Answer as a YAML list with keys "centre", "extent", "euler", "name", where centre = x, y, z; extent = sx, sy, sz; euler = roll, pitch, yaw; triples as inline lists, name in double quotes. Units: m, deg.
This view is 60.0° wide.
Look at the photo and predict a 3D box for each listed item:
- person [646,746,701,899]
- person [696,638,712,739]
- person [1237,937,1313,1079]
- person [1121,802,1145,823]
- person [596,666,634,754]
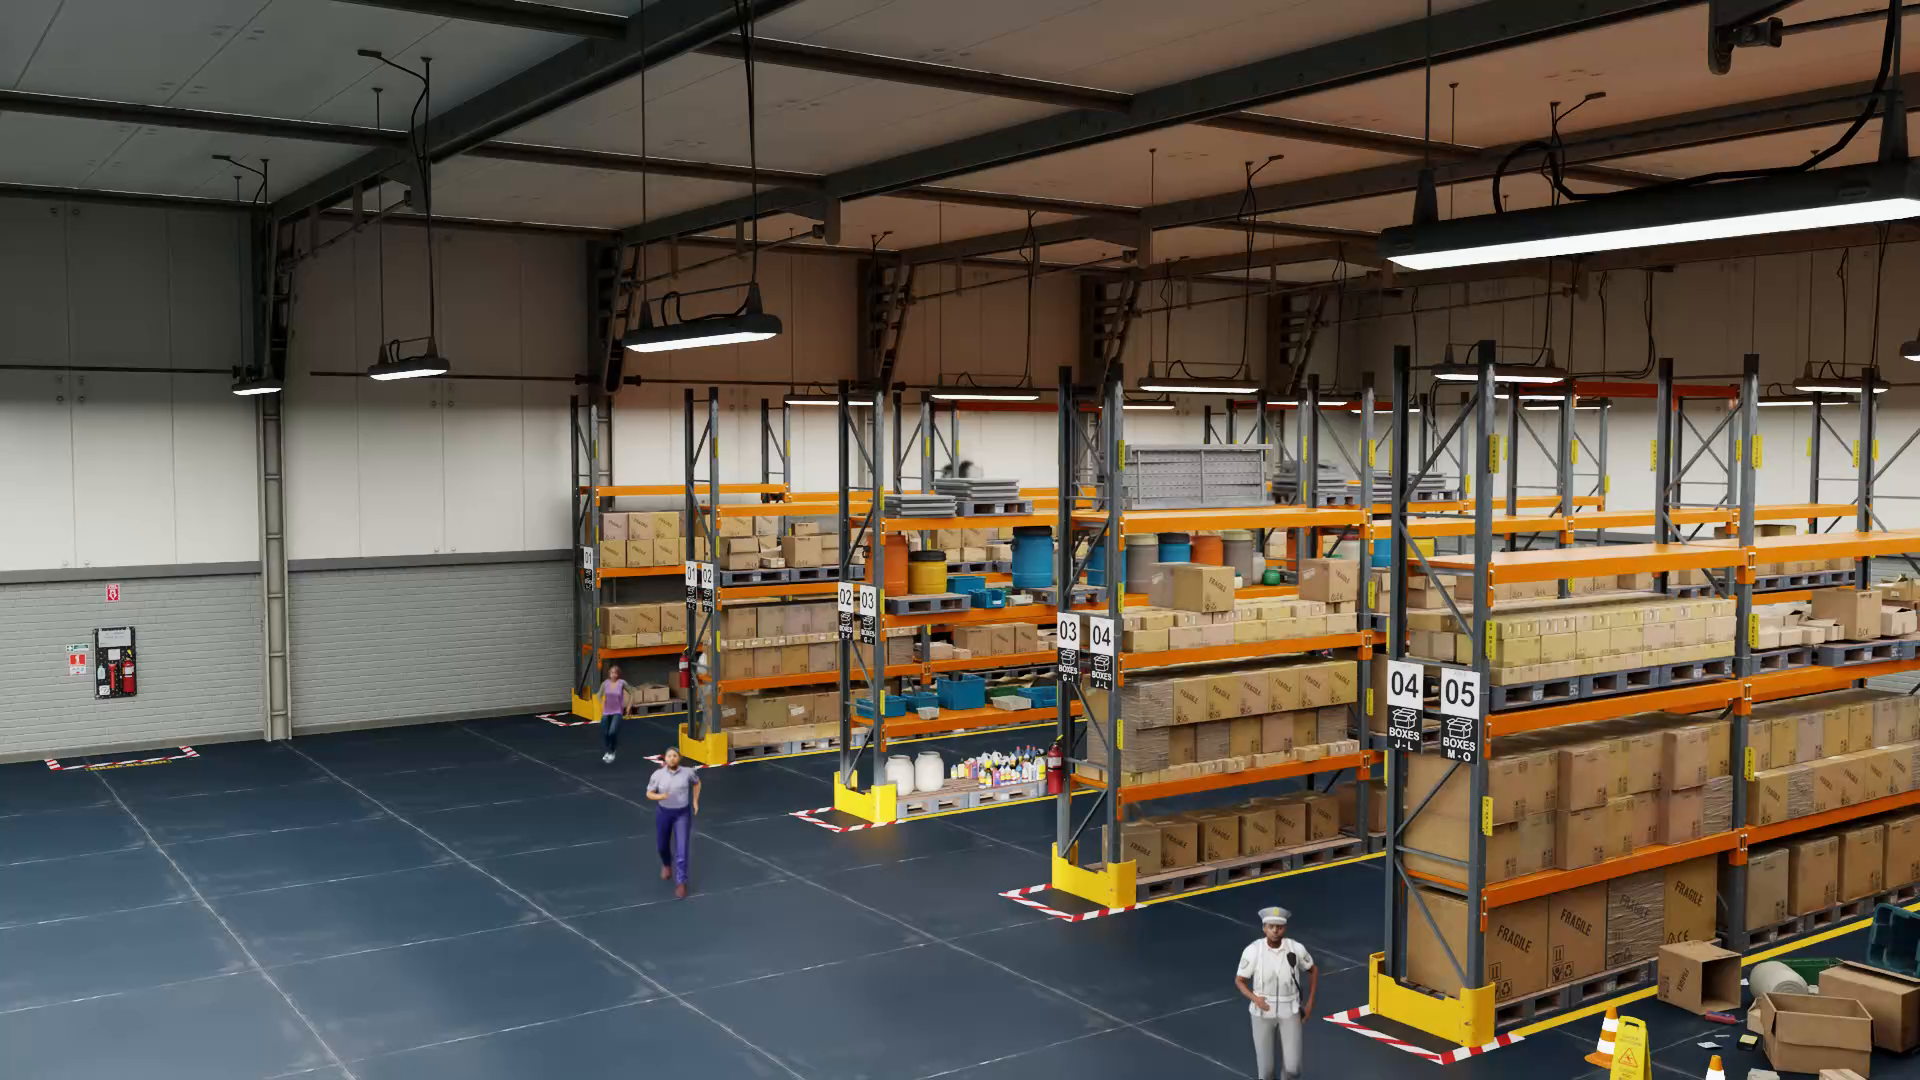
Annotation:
- centre: [-3.277, 3.186, 19.044]
  extent: [0.610, 1.634, 0.885]
  euler: [0, 3, -7]
  name: "person"
- centre: [-4.344, 2.565, 29.001]
  extent: [0.612, 1.748, 0.805]
  euler: [3, 5, 44]
  name: "person"
- centre: [4.442, 3.102, 20.624]
  extent: [2.782, 1.643, 17.144]
  euler: [0, 3, 7]
  name: "person"
- centre: [2.160, 3.030, 21.238]
  extent: [0.805, 1.748, 0.612]
  euler: [-3, 4, -38]
  name: "person"
- centre: [-5.505, 2.721, 26.477]
  extent: [0.576, 1.462, 0.612]
  euler: [0, 3, 5]
  name: "person"
